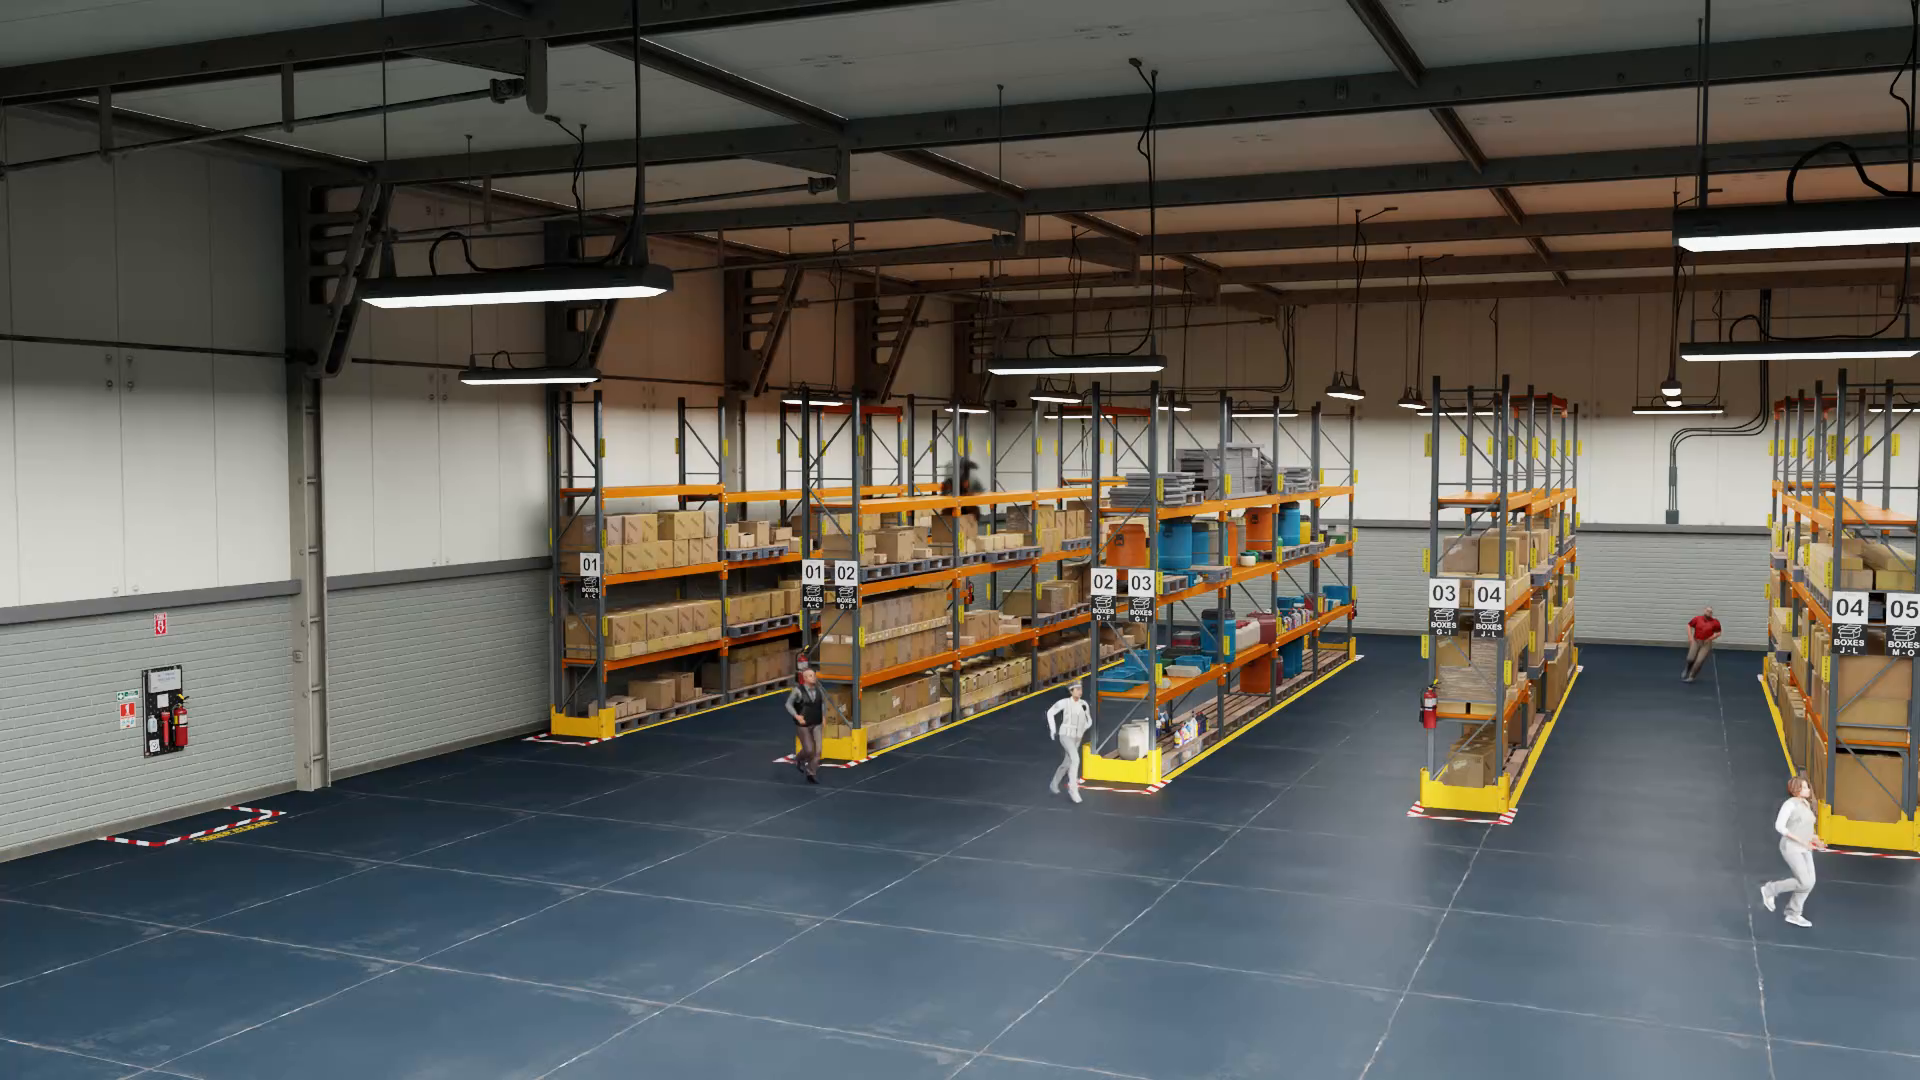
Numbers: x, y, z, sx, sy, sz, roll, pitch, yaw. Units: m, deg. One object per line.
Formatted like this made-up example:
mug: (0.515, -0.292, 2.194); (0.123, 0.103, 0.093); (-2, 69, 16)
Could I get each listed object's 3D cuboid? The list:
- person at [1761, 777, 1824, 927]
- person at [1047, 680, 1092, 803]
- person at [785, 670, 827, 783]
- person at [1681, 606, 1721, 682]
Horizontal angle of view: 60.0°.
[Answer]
person: (8.757, 3.262, 17.498); (0.532, 1.545, 0.547); (-3, 4, -39)
person: (1.631, 2.846, 23.800); (0.592, 1.688, 0.760); (-2, 4, -31)
person: (-2.287, 2.790, 25.022); (0.693, 1.694, 0.557); (-2, 4, -29)
person: (15.822, 2.226, 35.492); (0.761, 1.641, 0.609); (1, 3, 25)
